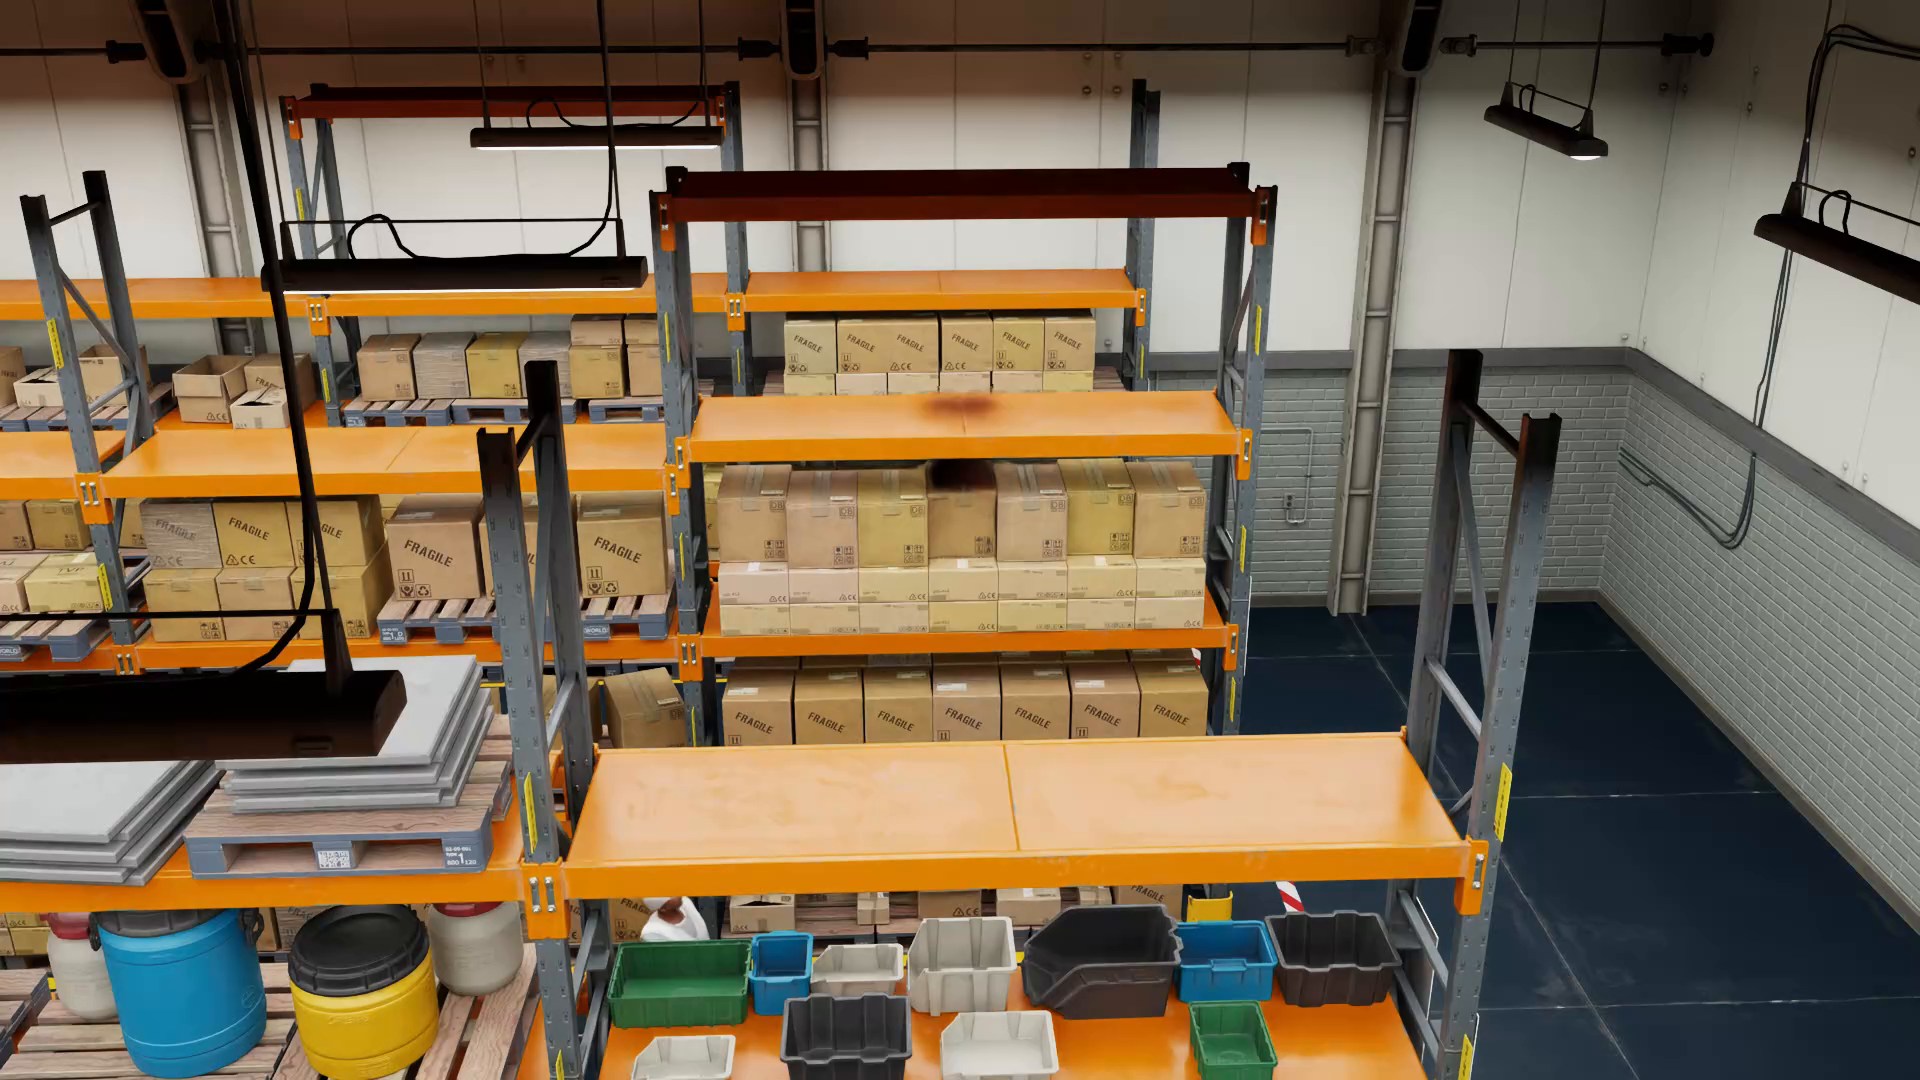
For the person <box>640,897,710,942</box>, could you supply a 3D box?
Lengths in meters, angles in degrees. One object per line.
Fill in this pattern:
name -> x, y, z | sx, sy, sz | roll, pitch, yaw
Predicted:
person -> -1.894, 3.027, 11.328 | 0.563, 1.755, 0.571 | -20, 30, -40
